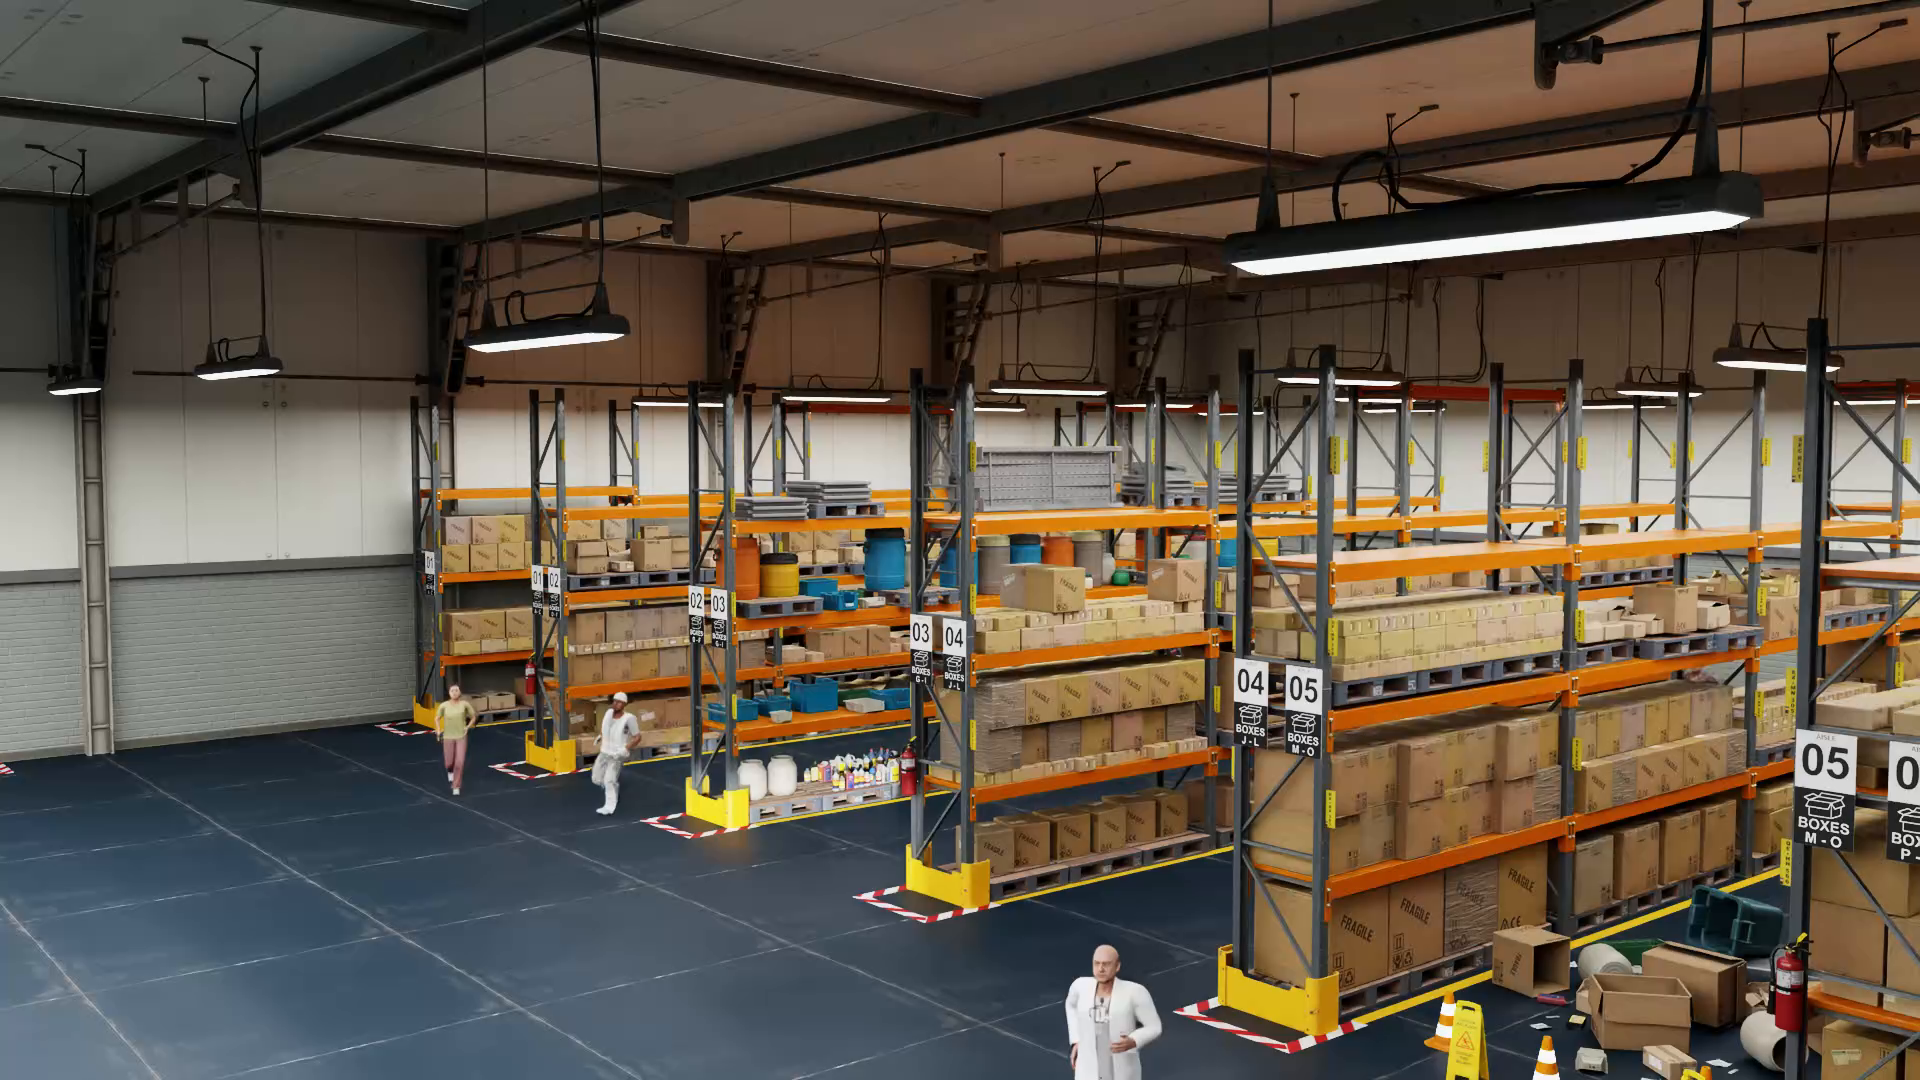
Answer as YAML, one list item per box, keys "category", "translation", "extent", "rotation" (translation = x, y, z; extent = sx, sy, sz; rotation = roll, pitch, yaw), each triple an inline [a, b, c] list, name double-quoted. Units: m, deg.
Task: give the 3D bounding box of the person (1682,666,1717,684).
- category: "person"
  translation: [11.661, 2.740, 26.335]
  extent: [0.782, 1.762, 0.731]
  rotation: [-3, 5, -42]

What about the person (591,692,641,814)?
- category: "person"
  translation: [-4.751, 2.959, 23.019]
  extent: [0.742, 1.717, 0.496]
  rotation: [2, 4, 31]

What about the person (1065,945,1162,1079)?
- category: "person"
  translation: [1.020, 3.609, 11.205]
  extent: [0.686, 1.804, 0.987]
  rotation: [1, 3, 12]

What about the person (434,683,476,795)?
- category: "person"
  translation: [-7.429, 2.912, 24.493]
  extent: [0.592, 1.625, 0.566]
  rotation: [-1, 4, -16]
